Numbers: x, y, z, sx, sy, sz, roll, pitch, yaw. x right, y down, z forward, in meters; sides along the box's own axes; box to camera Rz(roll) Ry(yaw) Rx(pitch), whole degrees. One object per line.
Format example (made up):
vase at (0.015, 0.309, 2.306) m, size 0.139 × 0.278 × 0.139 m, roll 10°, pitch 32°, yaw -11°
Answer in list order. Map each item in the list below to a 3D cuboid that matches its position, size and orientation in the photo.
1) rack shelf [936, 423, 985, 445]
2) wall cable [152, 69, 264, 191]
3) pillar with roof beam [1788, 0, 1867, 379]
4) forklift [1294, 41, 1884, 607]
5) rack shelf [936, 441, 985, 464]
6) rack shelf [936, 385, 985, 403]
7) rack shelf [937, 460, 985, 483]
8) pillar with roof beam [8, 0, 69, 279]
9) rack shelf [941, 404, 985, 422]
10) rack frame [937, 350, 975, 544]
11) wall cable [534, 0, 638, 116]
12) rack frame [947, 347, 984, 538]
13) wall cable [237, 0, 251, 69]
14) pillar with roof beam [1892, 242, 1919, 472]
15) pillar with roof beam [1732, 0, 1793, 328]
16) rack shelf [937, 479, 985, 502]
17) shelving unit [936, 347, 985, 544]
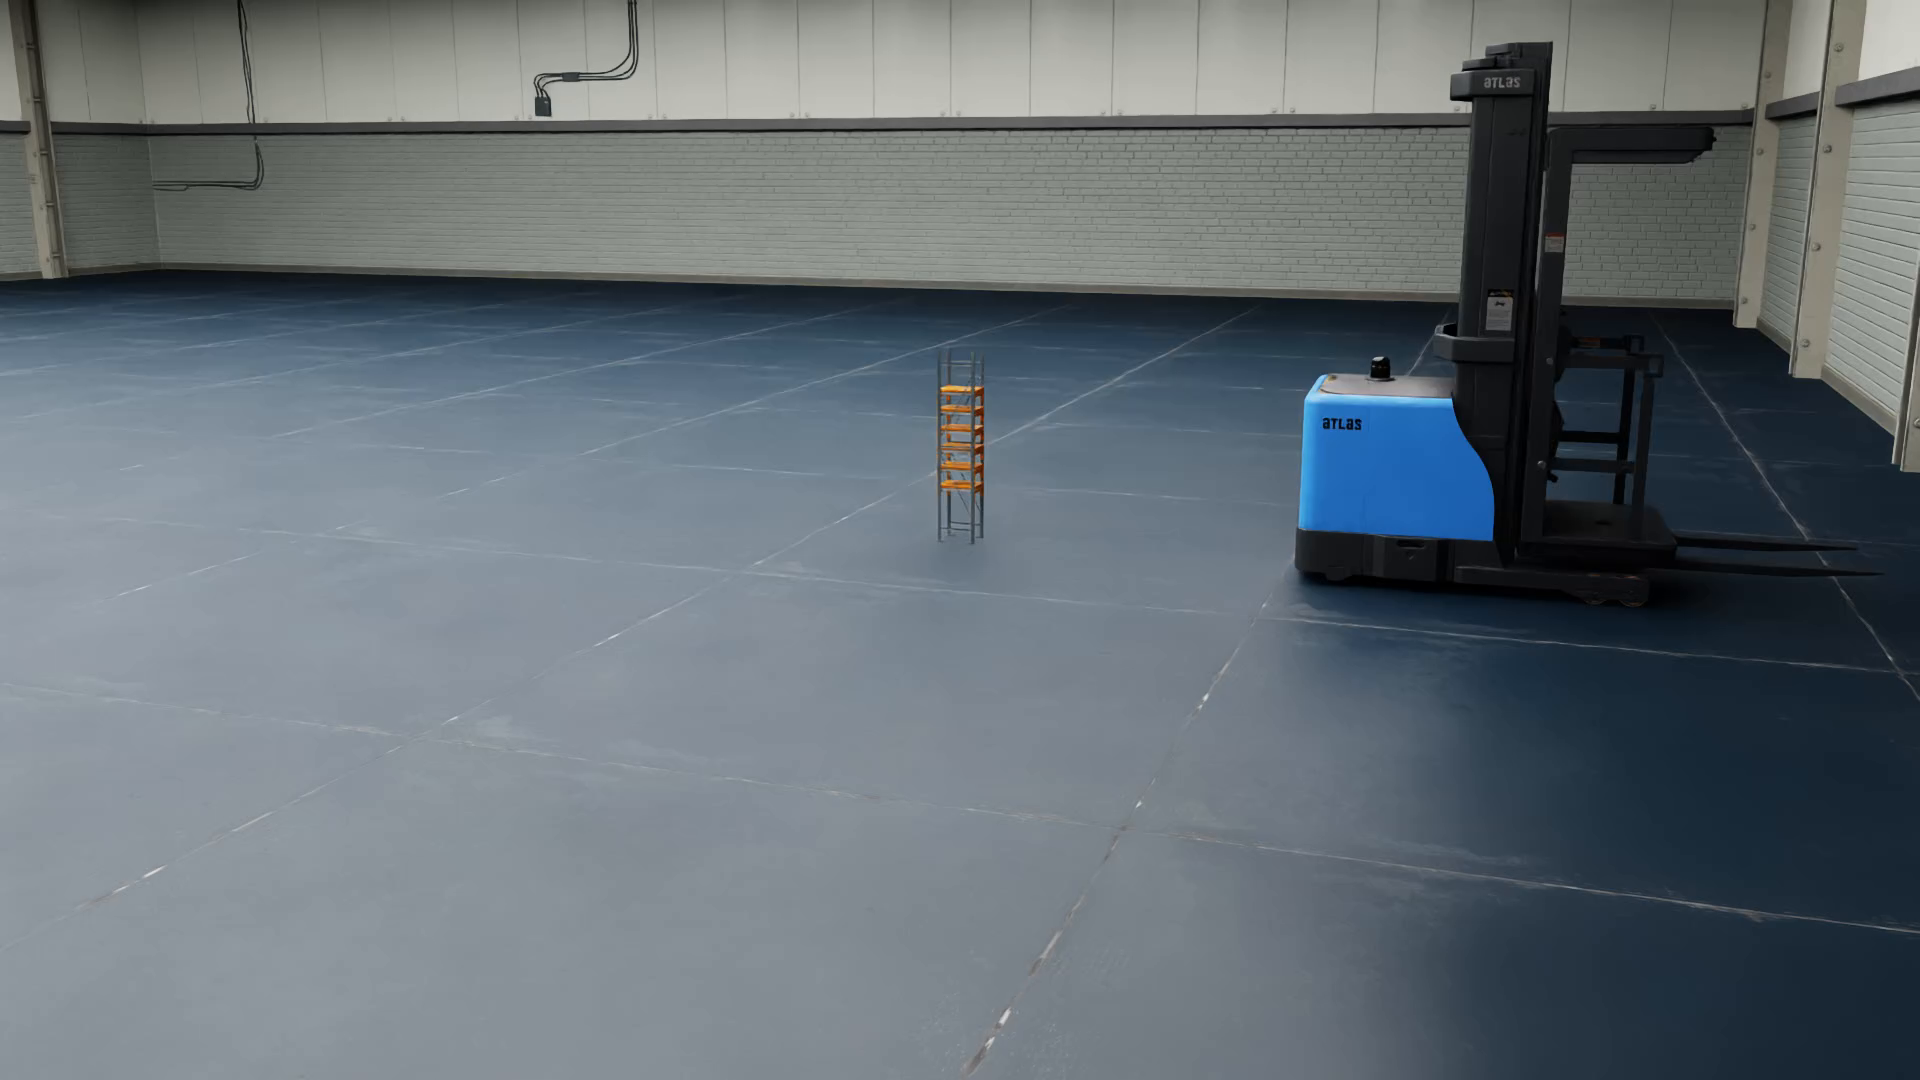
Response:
rack shelf at (0.005, -0.662, 10.351) m, size 0.258 × 0.103 × 0.180 m, roll 4°, pitch 14°, yaw 18°
wall cable at (-16.263, -8.751, 35.584) m, size 3.097 × 2.526 × 0.112 m, roll 4°, pitch 14°, yaw 18°
pillar with roof beam at (5.324, -6.518, 18.824) m, size 9.100 × 9.000 × 0.400 m, roll 4°, pitch 14°, yaw 18°
forklift at (3.483, -1.201, 9.162) m, size 3.031 × 2.935 × 1.130 m, roll 4°, pitch 13°, yaw 16°
rack shelf at (0.005, -0.545, 10.378) m, size 0.258 × 0.103 × 0.180 m, roll 4°, pitch 14°, yaw 18°
rack shelf at (0.005, -0.896, 10.298) m, size 0.258 × 0.103 × 0.180 m, roll 4°, pitch 14°, yaw 18°
rack shelf at (0.005, -0.428, 10.404) m, size 0.258 × 0.103 × 0.180 m, roll 4°, pitch 14°, yaw 18°
pillar with roof beam at (-14.394, -9.430, 31.580) m, size 9.100 × 9.000 × 0.400 m, roll 4°, pitch 14°, yaw 18°
rack shelf at (0.005, -0.779, 10.324) m, size 0.258 × 0.103 × 0.180 m, roll 4°, pitch 14°, yaw 18°
rack frame at (-0.025, -0.569, 10.283) m, size 0.240 × 1.200 × 0.006 m, roll 4°, pitch 14°, yaw 18°
wall cable at (-7.285, -11.236, 31.851) m, size 2.305 × 6.003 × 0.169 m, roll 4°, pitch 14°, yaw 18°
rack frame at (0.034, -0.607, 10.452) m, size 0.240 × 1.200 × 0.006 m, roll 4°, pitch 14°, yaw 18°
wall cable at (-13.703, -11.018, 34.168) m, size 3.097 × 2.526 × 0.112 m, roll 4°, pitch 14°, yaw 18°
pillar with roof beam at (3.383, -5.255, 13.289) m, size 9.100 × 9.000 × 0.400 m, roll 4°, pitch 14°, yaw 18°
pillar with roof beam at (7.265, -7.782, 24.359) m, size 9.100 × 9.000 × 0.400 m, roll 4°, pitch 14°, yaw 18°
rack shelf at (0.005, -0.311, 10.431) m, size 0.258 × 0.103 × 0.180 m, roll 4°, pitch 14°, yaw 18°
shelving unit at (0.005, -0.588, 10.368) m, size 0.258 × 1.200 × 0.189 m, roll 4°, pitch 14°, yaw 18°
